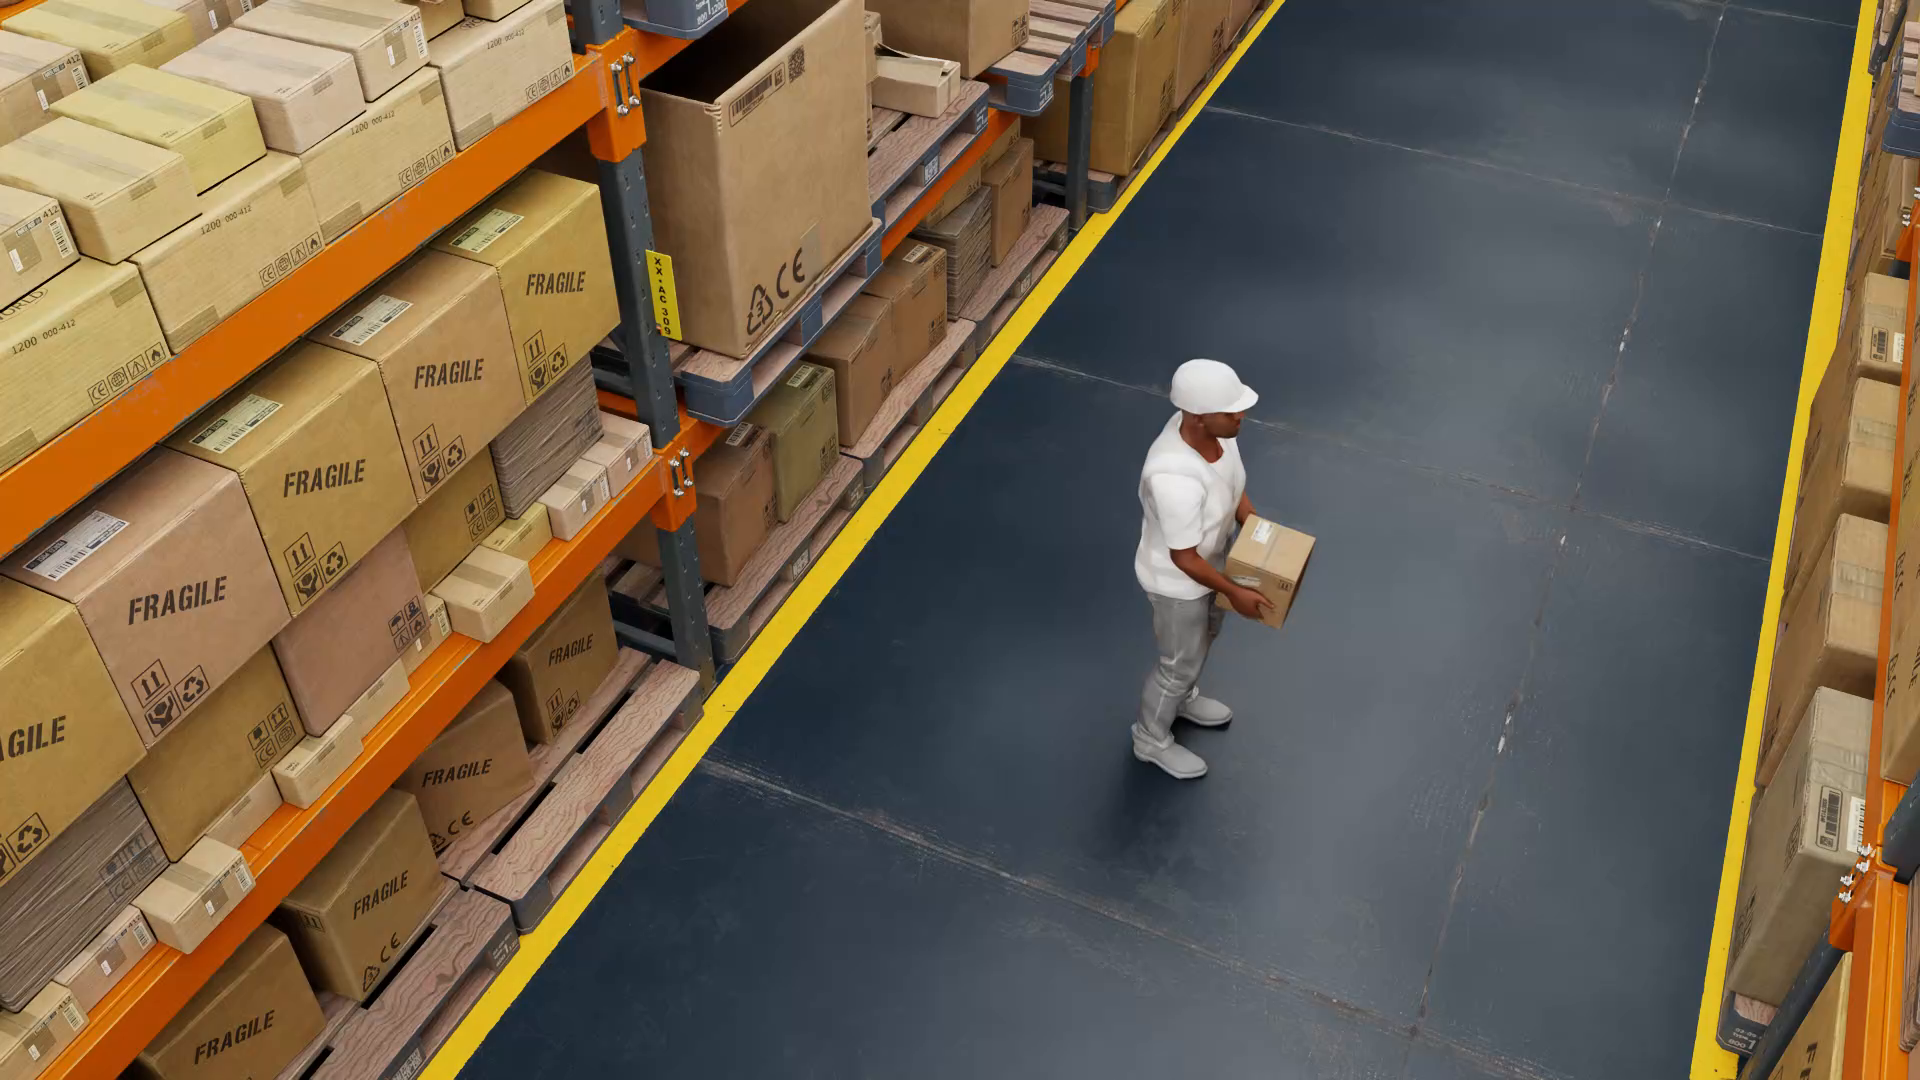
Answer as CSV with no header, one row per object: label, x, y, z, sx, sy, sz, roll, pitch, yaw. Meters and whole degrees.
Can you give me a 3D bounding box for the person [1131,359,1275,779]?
person,0.908,0.116,6.010,0.541,1.770,0.548,17,44,18
